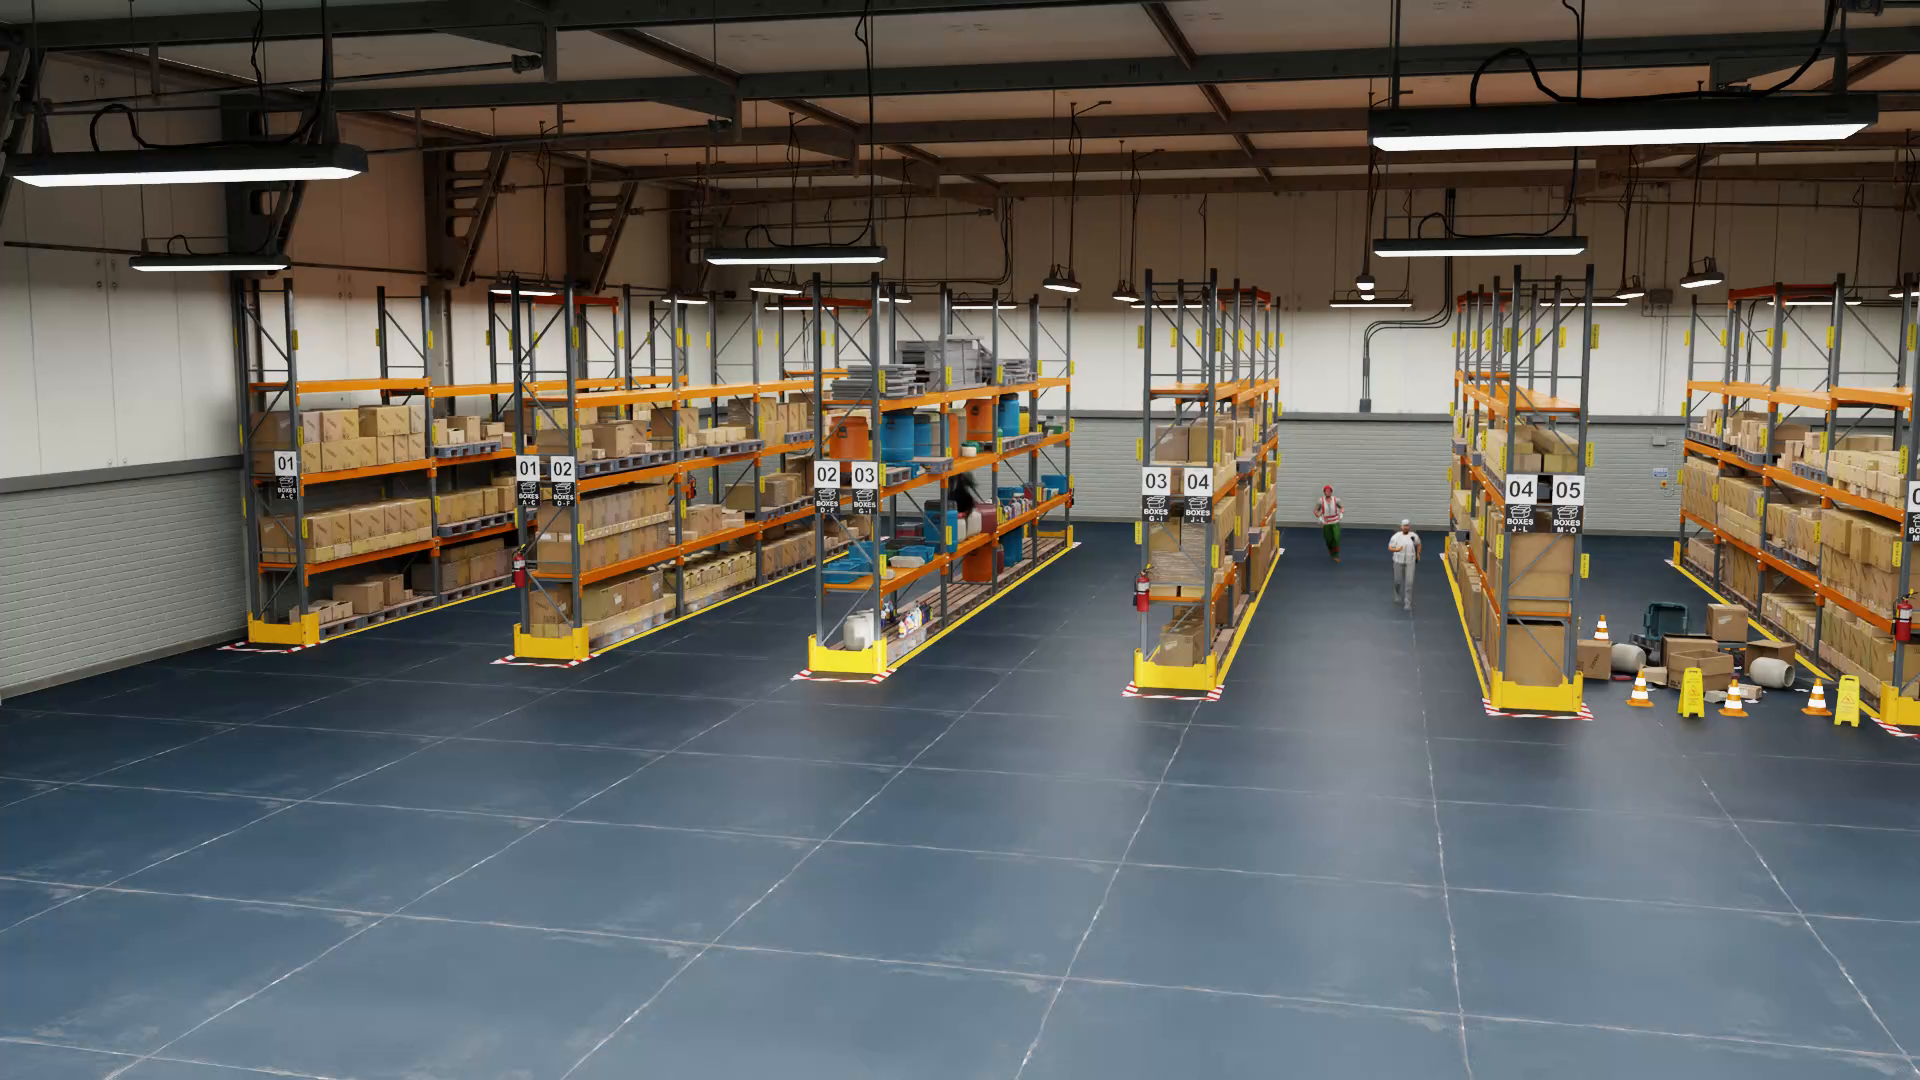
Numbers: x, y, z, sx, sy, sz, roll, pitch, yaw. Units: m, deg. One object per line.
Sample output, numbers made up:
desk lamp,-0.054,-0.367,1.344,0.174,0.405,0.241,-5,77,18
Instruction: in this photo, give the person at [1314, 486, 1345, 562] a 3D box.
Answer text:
person,8.413,-0.386,37.887,0.692,1.725,0.662,1,7,6

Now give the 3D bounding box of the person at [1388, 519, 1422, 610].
person,8.333,0.430,31.158,0.607,1.651,0.941,2,7,14
